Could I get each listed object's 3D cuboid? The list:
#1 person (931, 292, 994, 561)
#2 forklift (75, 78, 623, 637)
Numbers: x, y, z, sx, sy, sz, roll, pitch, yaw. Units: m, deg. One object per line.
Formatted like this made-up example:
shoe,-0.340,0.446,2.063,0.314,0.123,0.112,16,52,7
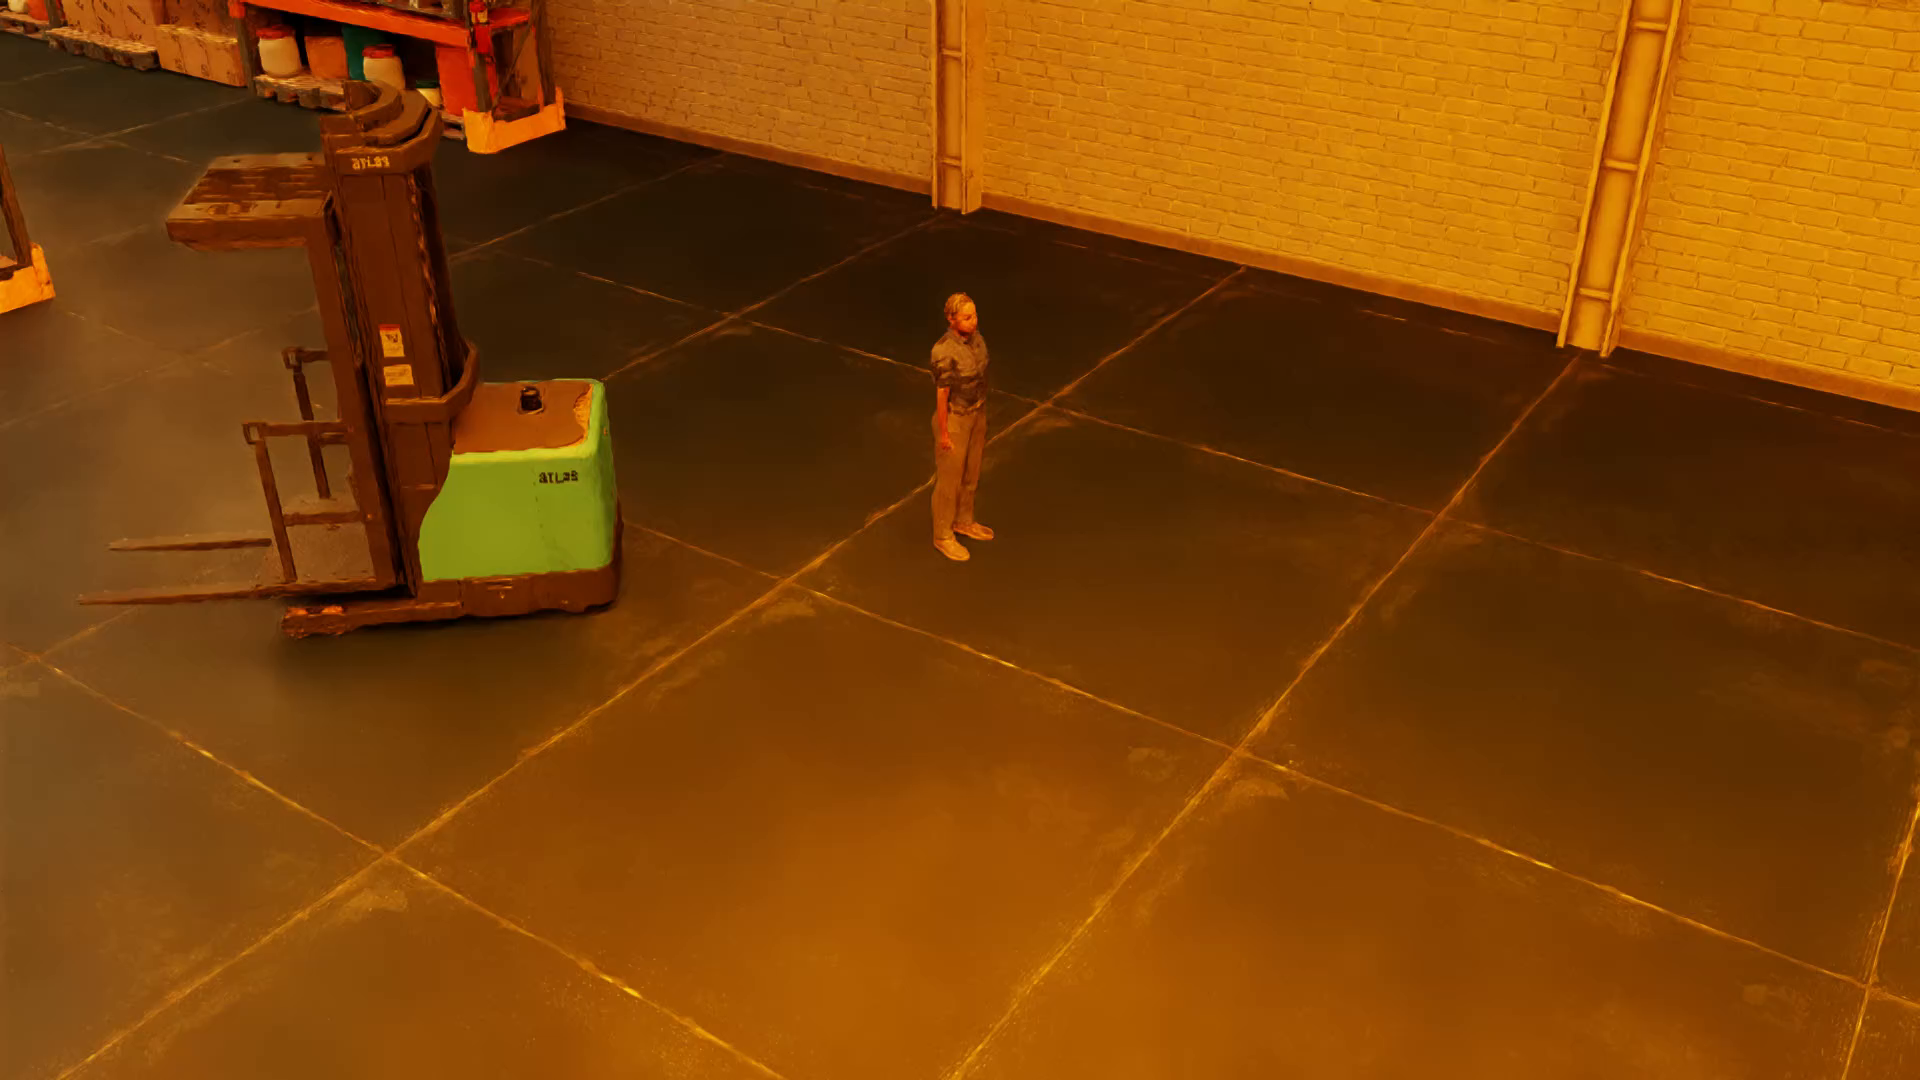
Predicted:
person,0.016,-0.700,10.072,0.320,1.646,0.446,19,35,29
forklift,-3.578,-0.992,9.290,3.031,2.935,1.130,-4,30,-7
